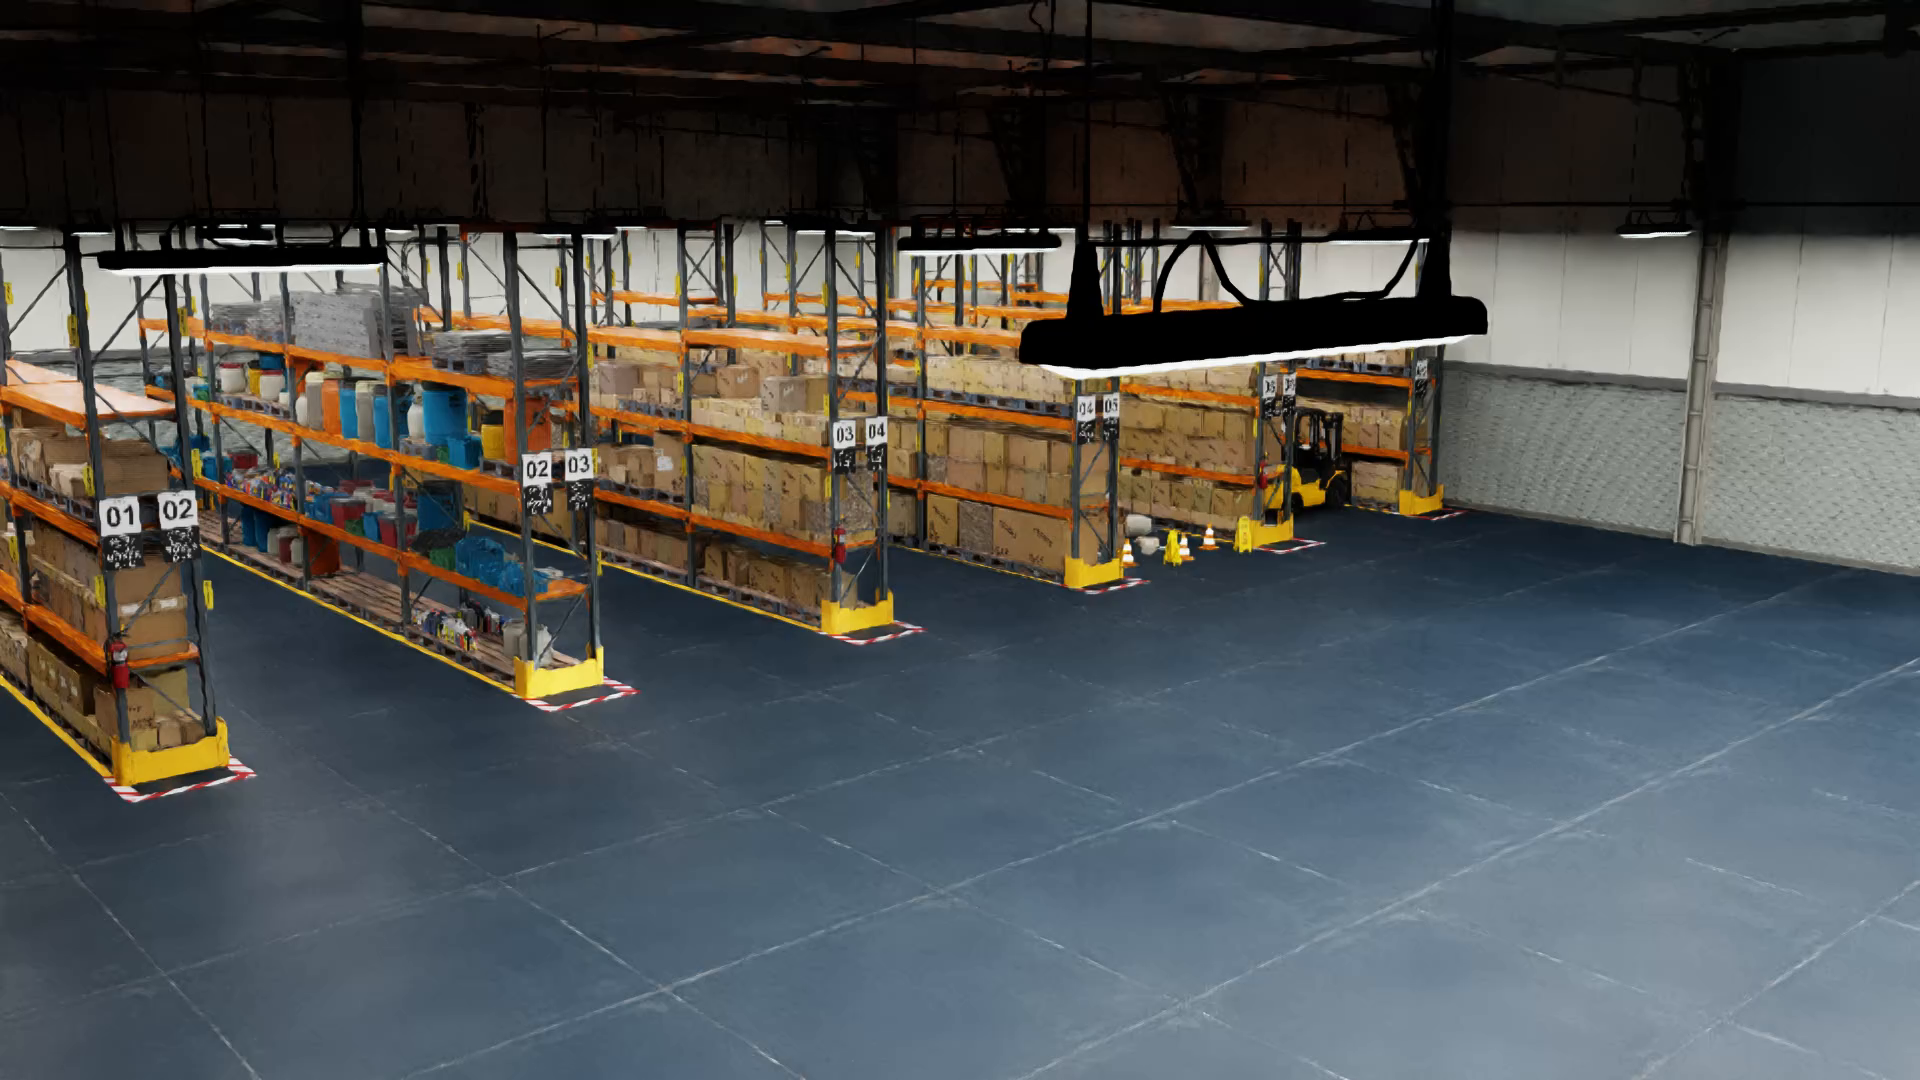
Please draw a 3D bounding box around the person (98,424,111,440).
[{"bbox_3d":[-18.856,-1.780,36.567,0.800,1.610,0.641,7,13,30],"label":"person"}]
